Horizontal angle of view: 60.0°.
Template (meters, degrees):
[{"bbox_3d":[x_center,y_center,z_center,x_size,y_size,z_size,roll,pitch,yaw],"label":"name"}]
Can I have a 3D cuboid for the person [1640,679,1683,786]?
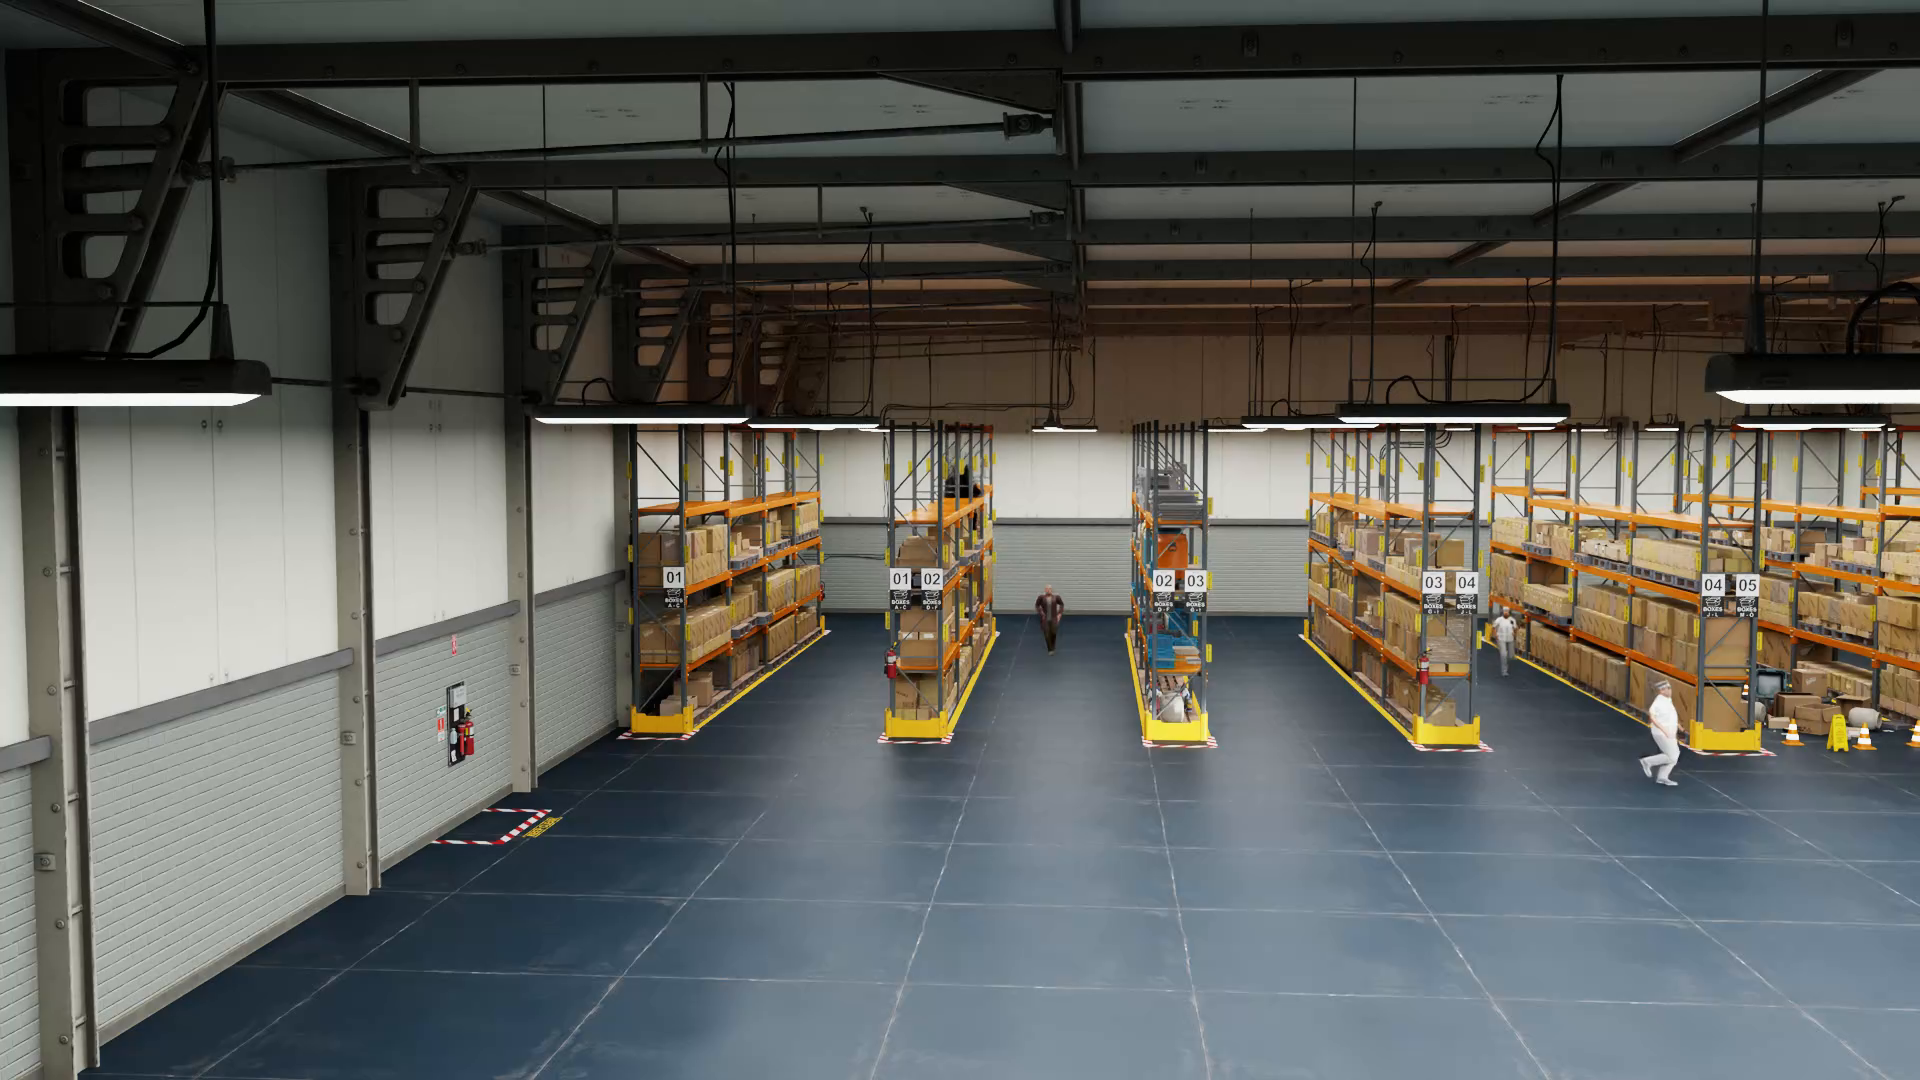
[{"bbox_3d":[11.491,3.138,27.208,0.601,1.741,0.666,2,4,34],"label":"person"}]

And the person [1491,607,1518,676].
[{"bbox_3d":[13.000,2.400,39.671,0.616,1.625,0.737,0,4,4],"label":"person"}]

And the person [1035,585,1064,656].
[{"bbox_3d":[2.193,1.979,40.880,0.715,1.750,0.589,0,4,3],"label":"person"}]

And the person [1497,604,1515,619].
[{"bbox_3d":[15.584,1.855,47.591,0.712,1.706,0.869,-4,5,-45],"label":"person"}]
